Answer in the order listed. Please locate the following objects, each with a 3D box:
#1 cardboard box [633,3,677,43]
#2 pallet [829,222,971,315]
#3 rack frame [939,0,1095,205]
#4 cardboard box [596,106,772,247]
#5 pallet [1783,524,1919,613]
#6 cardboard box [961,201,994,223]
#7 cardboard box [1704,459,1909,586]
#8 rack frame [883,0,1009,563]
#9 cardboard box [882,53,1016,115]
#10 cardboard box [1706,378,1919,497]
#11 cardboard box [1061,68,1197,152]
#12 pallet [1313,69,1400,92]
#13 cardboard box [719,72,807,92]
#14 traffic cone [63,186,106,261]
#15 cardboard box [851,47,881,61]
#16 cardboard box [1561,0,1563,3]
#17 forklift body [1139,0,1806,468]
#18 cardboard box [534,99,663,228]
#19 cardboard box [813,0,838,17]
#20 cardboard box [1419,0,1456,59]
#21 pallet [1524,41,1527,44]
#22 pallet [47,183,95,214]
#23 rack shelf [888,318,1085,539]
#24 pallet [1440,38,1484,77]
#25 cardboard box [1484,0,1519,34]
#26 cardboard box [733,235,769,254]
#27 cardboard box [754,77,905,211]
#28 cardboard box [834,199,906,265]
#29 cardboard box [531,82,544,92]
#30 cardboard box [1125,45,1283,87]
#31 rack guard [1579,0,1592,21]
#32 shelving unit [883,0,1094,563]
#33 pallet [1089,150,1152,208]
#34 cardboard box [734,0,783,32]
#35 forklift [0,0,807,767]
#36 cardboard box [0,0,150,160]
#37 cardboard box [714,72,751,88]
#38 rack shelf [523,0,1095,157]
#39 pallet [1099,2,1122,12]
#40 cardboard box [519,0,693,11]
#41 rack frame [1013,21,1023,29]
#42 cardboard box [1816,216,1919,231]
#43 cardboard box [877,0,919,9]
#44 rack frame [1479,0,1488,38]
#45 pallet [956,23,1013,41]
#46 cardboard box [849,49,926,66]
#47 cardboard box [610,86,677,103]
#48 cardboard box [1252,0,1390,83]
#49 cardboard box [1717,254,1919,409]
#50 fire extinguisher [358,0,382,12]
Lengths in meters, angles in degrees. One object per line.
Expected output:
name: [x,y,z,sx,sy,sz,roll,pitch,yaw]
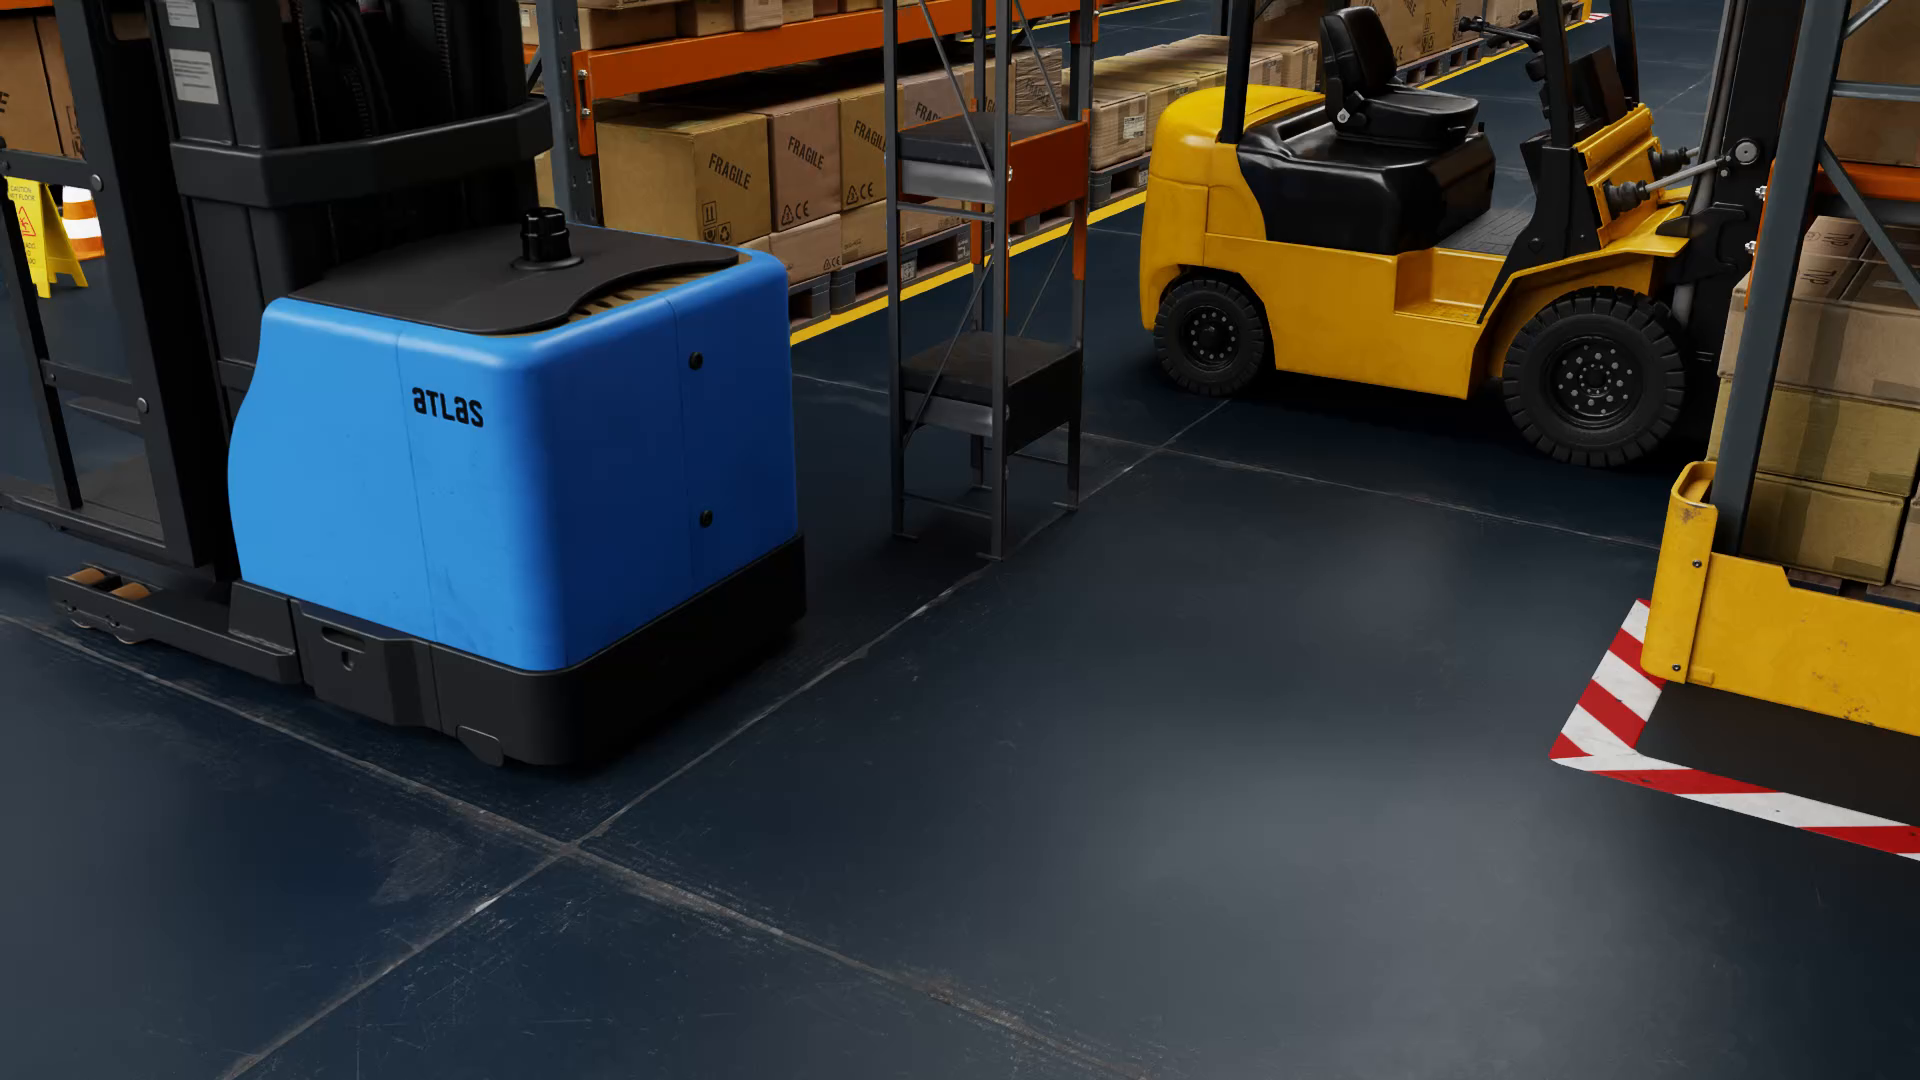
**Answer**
cardboard box: [-1.340,-2.052,6.530,0.380,0.149,0.250,14,27,30]
pallet: [-0.673,-1.430,8.288,1.003,0.211,1.213,14,27,29]
rack frame: [0.293,-3.357,9.230,1.000,3.000,0.127,14,27,29]
cardboard box: [-1.144,-1.505,6.939,0.500,0.500,0.500,13,27,27]
pallet: [2.770,0.044,4.882,1.003,0.211,1.213,14,27,29]
cardboard box: [-0.062,-1.851,8.682,0.500,0.250,0.500,13,27,28]
cardboard box: [2.382,-0.124,4.694,0.500,0.250,0.500,14,27,29]
rack frame: [-0.041,-0.937,4.772,0.400,2.100,0.015,14,27,29]
cardboard box: [-0.057,-2.205,8.555,0.500,0.500,0.500,14,27,30]
cardboard box: [2.394,-0.359,4.606,0.500,0.250,0.500,13,27,28]
cardboard box: [0.944,-2.765,10.641,0.950,0.372,0.625,16,28,32]
pallet: [2.883,-3.678,13.481,1.003,0.211,1.213,14,27,29]
cardboard box: [-1.071,-1.953,7.975,0.500,0.500,0.500,13,27,28]
traffic cone: [-4.589,-1.728,8.659,0.336,0.463,0.334,14,27,29]
cardboard box: [-0.634,-2.584,8.616,0.380,0.149,0.250,15,28,31]
cardboard box: [5.885,-5.870,17.731,0.875,0.438,0.875,15,27,30]
forklift body: [1.853,-1.601,6.242,2.313,2.155,1.214,14,27,29]
cardboard box: [-1.615,-1.607,7.176,0.500,0.500,0.500,14,27,29]
cardboard box: [-0.762,-2.396,7.326,0.380,0.149,0.250,15,28,31]
cardboard box: [3.784,-4.743,14.576,0.875,0.875,0.875,15,27,30]
pallet: [5.624,-5.431,17.531,1.003,0.211,1.213,14,27,29]
pallet: [-5.720,-2.017,9.644,1.003,0.211,1.213,14,27,29]
rack shelf: [0.087,-0.365,5.245,0.431,0.518,0.480,14,27,29]
pallet: [4.170,-4.502,15.383,1.003,0.211,1.213,14,27,29]
cardboard box: [4.936,-5.264,16.330,0.875,0.438,0.875,13,27,28]
cardboard box: [-1.156,-1.153,7.069,0.500,0.250,0.500,14,27,29]
cardboard box: [-0.600,-1.850,7.736,0.500,0.500,0.500,14,27,30]
cardboard box: [-0.603,-1.510,7.895,0.500,0.250,0.500,16,28,32]
cardboard box: [-3.714,-3.749,12.438,1.050,0.750,0.750,14,27,29]
cardboard box: [1.715,-3.255,11.772,0.950,0.372,0.625,13,27,28]
rack guard: [6.636,-6.269,19.101,1.175,0.500,0.348,14,27,29]
shelving unit: [0.087,-1.019,4.962,0.431,2.100,0.503,14,27,29]
pallet: [0.703,-2.341,10.392,1.003,0.211,1.213,14,27,29]
cardboard box: [-0.959,-2.200,6.873,0.380,0.149,0.250,14,27,30]
forklift: [-1.957,-1.223,4.386,3.031,2.935,1.130,13,27,28]
cardboard box: [-5.311,-2.768,10.015,0.875,0.875,0.875,13,27,28]
cardboard box: [-1.203,-2.216,7.765,0.380,0.149,0.250,15,28,31]
rack shelf: [-0.762,-2.352,7.814,1.077,0.370,4.000,14,27,29]
pallet: [1.222,-6.429,19.834,1.003,0.211,1.213,14,27,29]
cardboard box: [-1.331,-2.292,6.267,0.500,0.500,0.500,13,27,28]
rack frame: [0.255,-7.061,17.784,1.000,3.000,0.127,14,27,29]
cardboard box: [2.902,-0.925,5.285,0.500,0.250,0.500,14,27,30]
cardboard box: [-0.416,-2.552,7.685,0.380,0.149,0.250,14,27,29]
rack frame: [4.513,-6.058,15.467,1.000,3.000,0.127,14,27,29]
pallet: [-0.155,-5.518,17.731,1.003,0.211,1.213,14,27,29]
cardboard box: [-0.520,-2.307,8.791,0.500,0.500,0.500,15,28,31]
cardboard box: [-1.479,-2.043,7.366,0.380,0.149,0.250,15,27,30]
cardboard box: [2.838,-4.141,13.185,0.875,0.875,0.875,14,27,28]
cardboard box: [2.380,-0.579,4.486,0.500,0.250,0.500,15,28,31]
fire extinguisher: [-2.268,-2.030,6.261,0.296,0.674,0.183,14,27,29]
